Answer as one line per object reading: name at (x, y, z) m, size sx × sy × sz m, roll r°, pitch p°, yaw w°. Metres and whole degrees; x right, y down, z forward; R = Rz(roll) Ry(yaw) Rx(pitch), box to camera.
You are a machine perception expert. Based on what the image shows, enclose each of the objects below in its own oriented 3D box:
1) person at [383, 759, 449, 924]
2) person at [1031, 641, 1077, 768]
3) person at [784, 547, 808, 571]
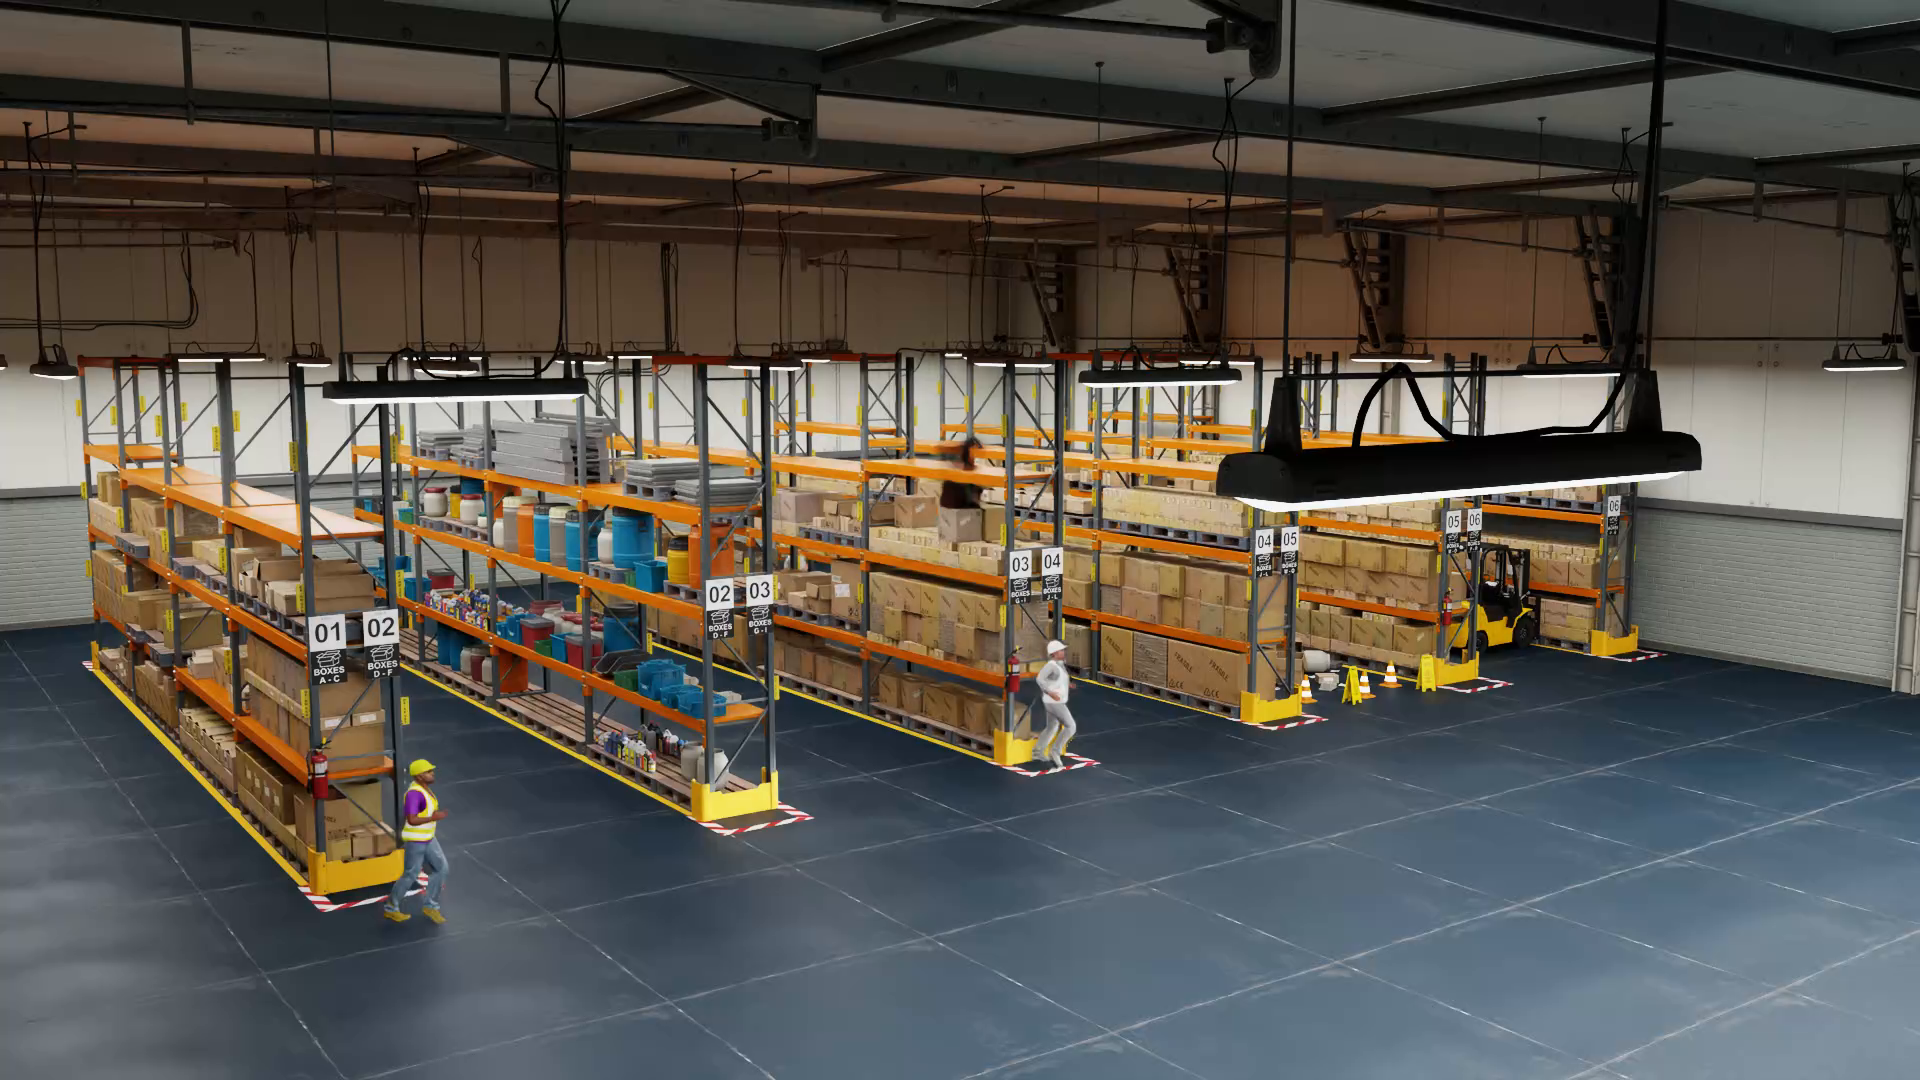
person at (-5.875, 3.288, 18.075) m, size 0.737 × 1.825 × 0.695 m, roll 0°, pitch 7°, yaw 0°
person at (1.347, 2.318, 23.667) m, size 0.652 × 1.791 × 0.677 m, roll 1°, pitch 7°, yaw 10°
person at (-3.607, 0.968, 37.092) m, size 0.683 × 1.822 × 0.717 m, roll -4°, pitch 8°, yaw -31°
